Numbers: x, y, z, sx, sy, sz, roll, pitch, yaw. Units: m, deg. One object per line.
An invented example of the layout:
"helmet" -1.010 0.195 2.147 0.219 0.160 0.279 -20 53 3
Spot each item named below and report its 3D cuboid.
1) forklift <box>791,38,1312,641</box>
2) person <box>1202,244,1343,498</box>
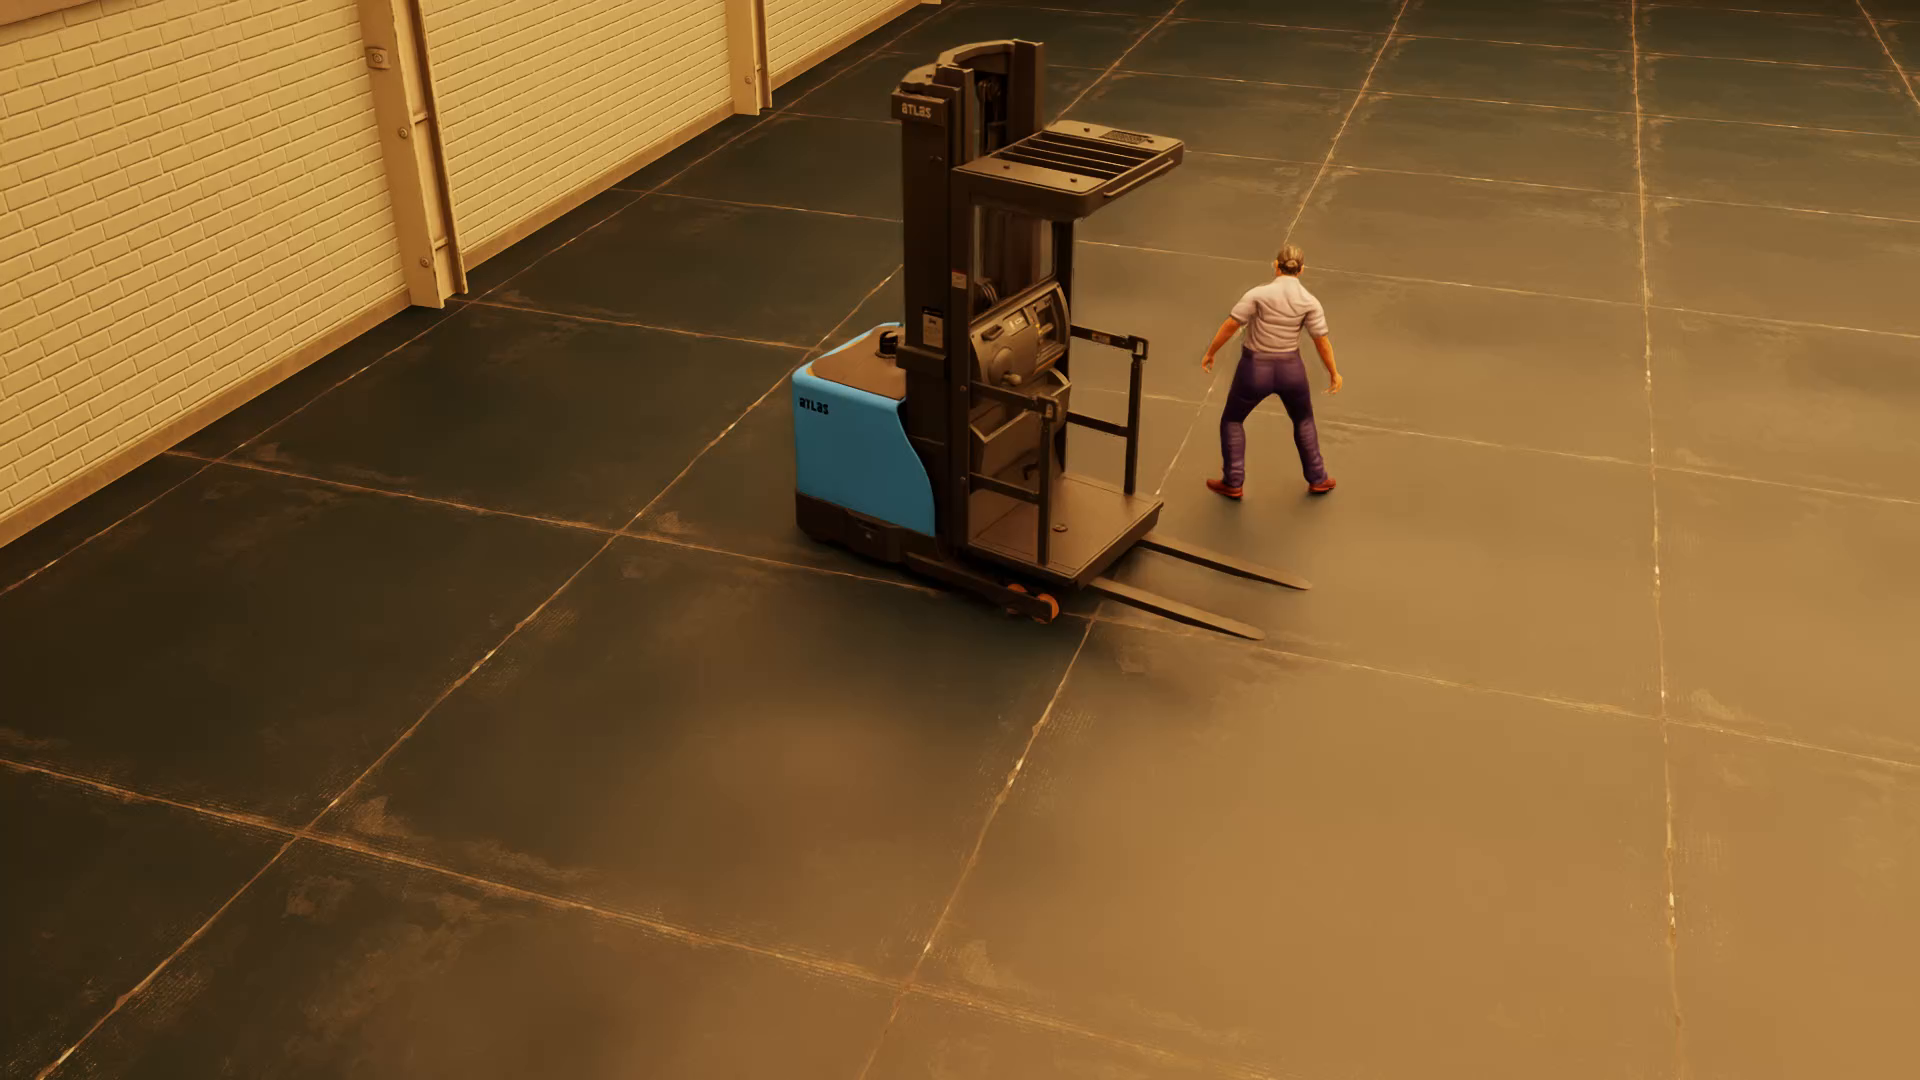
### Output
"forklift" 0.509 -1.107 9.078 3.031 2.935 1.130 18 34 29
"person" 1.966 -1.028 10.332 0.929 1.606 0.384 -1 30 -2
